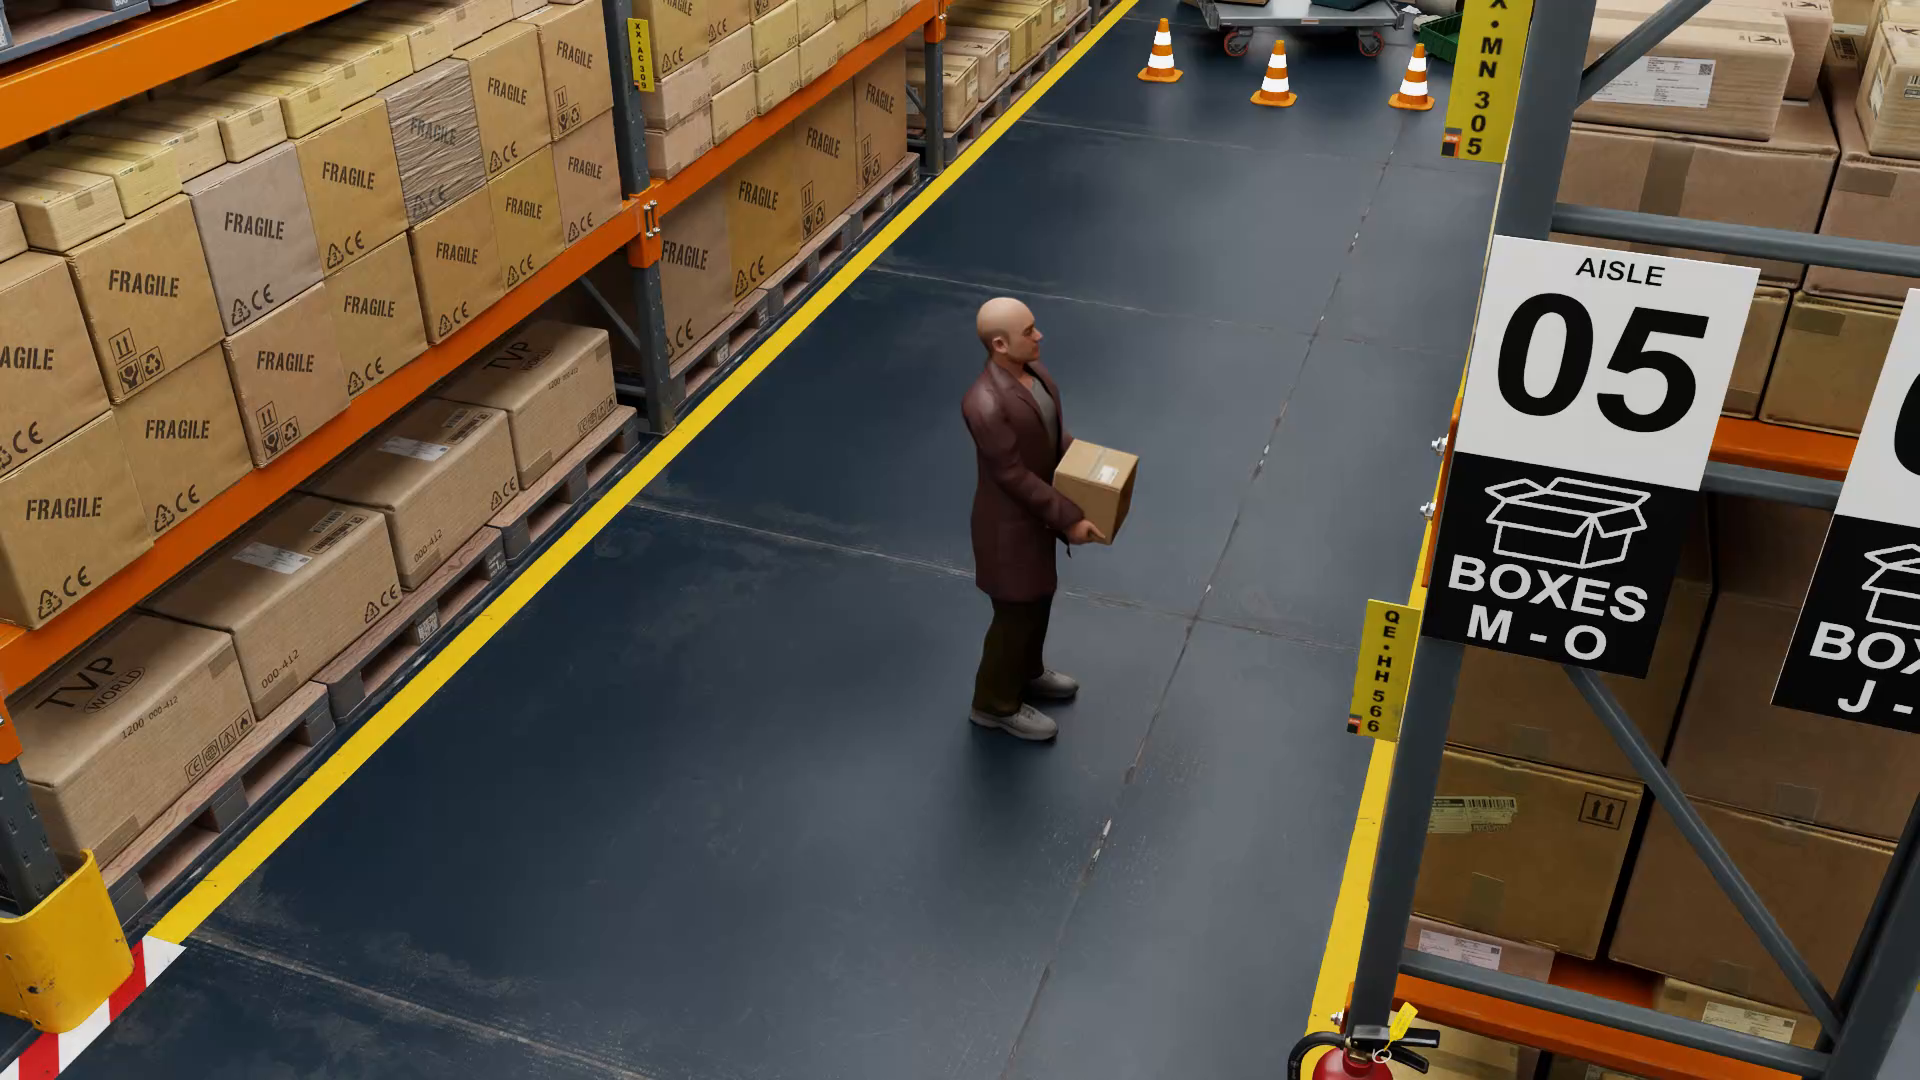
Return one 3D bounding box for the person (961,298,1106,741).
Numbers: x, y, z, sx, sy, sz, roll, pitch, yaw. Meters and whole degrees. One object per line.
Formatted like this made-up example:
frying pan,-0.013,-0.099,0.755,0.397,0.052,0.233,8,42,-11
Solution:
person,0.314,-0.061,6.252,0.555,1.769,0.531,11,34,17
